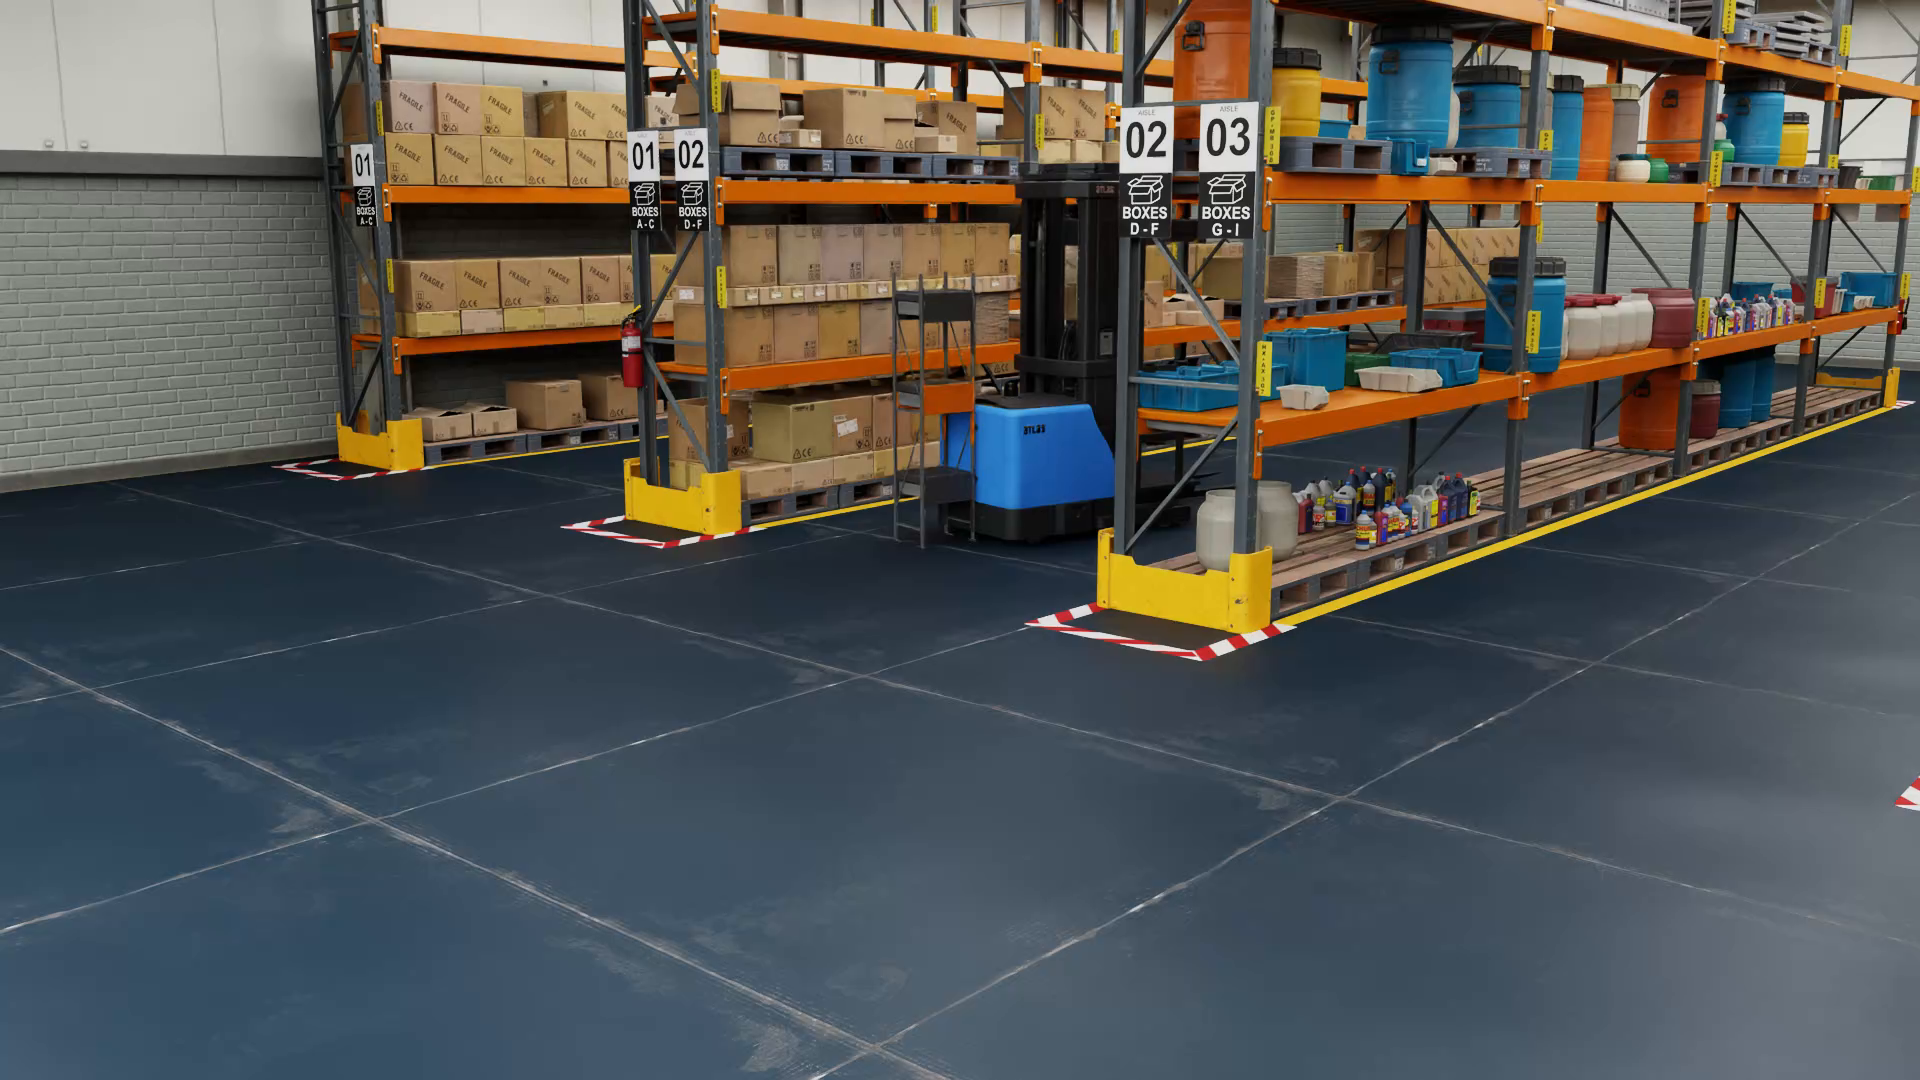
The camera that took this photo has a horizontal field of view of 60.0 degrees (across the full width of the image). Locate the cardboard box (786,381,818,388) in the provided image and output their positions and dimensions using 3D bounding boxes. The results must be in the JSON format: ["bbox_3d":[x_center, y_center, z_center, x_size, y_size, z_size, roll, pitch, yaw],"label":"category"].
[{"bbox_3d":[-2.238,-2.090,21.277,0.700,0.500,0.500,10,15,41],"label":"cardboard box"}]

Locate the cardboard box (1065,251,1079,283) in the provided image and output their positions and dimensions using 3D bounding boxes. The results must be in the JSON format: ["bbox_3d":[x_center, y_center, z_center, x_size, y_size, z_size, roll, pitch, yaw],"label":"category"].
[{"bbox_3d":[1.454,-4.042,24.726,0.500,0.500,0.500,10,15,41],"label":"cardboard box"}]

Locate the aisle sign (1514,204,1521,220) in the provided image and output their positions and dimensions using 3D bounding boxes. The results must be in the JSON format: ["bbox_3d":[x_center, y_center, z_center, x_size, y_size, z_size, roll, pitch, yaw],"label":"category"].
[{"bbox_3d":[8.538,-5.208,24.993,0.394,0.787,0.004,10,15,40],"label":"aisle sign"}]

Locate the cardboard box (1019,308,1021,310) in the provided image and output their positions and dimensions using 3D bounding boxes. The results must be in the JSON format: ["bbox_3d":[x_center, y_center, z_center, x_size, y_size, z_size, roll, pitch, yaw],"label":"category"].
[{"bbox_3d":[0.784,-2.285,17.336,0.396,0.266,0.258,9,15,39],"label":"cardboard box"}]

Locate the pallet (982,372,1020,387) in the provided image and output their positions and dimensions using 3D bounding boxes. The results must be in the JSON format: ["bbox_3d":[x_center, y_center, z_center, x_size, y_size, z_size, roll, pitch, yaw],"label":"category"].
[{"bbox_3d":[0.641,-2.344,24.406,1.003,0.211,1.213,10,15,40],"label":"pallet"}]

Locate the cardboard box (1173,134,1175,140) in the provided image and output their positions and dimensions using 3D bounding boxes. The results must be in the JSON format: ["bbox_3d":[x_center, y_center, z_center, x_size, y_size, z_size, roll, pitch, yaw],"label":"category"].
[{"bbox_3d":[3.237,-6.253,26.343,0.500,0.500,0.500,10,15,41],"label":"cardboard box"}]

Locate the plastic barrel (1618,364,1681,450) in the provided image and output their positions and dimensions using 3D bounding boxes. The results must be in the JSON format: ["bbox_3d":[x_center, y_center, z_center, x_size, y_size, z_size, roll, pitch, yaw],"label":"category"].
[{"bbox_3d":[7.010,-1.361,16.836,0.600,0.830,0.708,10,15,40],"label":"plastic barrel"}]

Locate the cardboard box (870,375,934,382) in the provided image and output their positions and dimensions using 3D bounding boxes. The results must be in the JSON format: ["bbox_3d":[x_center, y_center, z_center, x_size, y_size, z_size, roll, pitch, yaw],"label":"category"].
[{"bbox_3d":[-0.524,-1.321,16.198,0.500,0.500,0.500,10,15,40],"label":"cardboard box"}]

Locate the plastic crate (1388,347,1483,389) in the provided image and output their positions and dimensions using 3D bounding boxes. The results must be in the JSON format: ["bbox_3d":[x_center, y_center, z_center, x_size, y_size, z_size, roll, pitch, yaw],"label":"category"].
[{"bbox_3d":[3.533,-1.286,12.370,0.499,0.251,0.616,10,15,40],"label":"plastic crate"}]

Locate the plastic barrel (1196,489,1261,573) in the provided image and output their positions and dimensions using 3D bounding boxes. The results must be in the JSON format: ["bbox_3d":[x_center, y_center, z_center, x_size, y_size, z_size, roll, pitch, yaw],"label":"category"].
[{"bbox_3d":[1.796,-0.061,11.137,0.421,0.512,0.421,0,11,0],"label":"plastic barrel"}]

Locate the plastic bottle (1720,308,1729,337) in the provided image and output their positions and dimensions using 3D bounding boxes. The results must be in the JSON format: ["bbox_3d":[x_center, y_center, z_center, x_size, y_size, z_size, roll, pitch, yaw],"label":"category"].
[{"bbox_3d":[7.809,-2.226,16.994,0.061,0.283,0.133,10,15,40],"label":"plastic bottle"}]

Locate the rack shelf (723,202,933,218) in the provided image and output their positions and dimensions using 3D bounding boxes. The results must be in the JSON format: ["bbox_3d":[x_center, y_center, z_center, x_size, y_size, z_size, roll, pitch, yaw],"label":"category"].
[{"bbox_3d":[-2.062,-4.250,21.010,1.077,0.370,4.000,10,15,40],"label":"rack shelf"}]

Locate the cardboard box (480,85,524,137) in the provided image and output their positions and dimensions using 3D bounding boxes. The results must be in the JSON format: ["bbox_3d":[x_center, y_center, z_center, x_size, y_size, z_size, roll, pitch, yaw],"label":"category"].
[{"bbox_3d":[-4.887,-4.439,17.258,0.500,0.500,0.500,10,15,42],"label":"cardboard box"}]

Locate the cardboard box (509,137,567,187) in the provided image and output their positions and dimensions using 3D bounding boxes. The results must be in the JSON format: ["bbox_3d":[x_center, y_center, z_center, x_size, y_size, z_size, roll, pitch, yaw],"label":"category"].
[{"bbox_3d":[-4.555,-4.029,17.758,0.500,0.500,0.500,11,16,44],"label":"cardboard box"}]

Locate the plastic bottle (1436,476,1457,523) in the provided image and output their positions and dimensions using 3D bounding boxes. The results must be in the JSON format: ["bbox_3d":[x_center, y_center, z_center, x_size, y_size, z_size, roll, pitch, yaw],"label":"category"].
[{"bbox_3d":[3.724,-0.313,12.761,0.144,0.351,0.185,9,14,38],"label":"plastic bottle"}]

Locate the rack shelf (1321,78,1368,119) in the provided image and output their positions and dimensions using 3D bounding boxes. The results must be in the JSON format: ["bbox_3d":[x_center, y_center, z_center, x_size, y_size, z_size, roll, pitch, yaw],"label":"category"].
[{"bbox_3d":[4.302,-5.473,20.498,1.077,0.370,4.000,10,15,40],"label":"rack shelf"}]

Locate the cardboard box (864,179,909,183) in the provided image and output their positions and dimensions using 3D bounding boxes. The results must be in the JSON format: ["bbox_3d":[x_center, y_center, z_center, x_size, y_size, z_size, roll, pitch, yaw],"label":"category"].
[{"bbox_3d":[-1.014,-4.722,21.714,0.500,0.311,0.500,10,15,40],"label":"cardboard box"}]

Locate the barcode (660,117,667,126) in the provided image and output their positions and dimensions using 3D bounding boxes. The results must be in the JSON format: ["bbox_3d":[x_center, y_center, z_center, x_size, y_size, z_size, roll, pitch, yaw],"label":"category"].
[{"bbox_3d":[-2.462,-3.472,13.793,0.001,0.075,0.075,10,15,40],"label":"barcode"}]

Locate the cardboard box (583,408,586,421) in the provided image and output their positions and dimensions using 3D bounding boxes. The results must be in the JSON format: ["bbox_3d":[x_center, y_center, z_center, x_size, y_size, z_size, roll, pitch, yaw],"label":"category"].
[{"bbox_3d":[-4.453,-1.423,18.831,0.380,0.149,0.250,8,14,36],"label":"cardboard box"}]

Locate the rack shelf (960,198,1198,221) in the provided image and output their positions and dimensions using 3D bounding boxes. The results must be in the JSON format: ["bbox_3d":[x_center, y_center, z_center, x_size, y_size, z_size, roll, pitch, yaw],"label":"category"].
[{"bbox_3d":[1.662,-3.610,17.806,1.077,0.370,4.000,10,15,40],"label":"rack shelf"}]

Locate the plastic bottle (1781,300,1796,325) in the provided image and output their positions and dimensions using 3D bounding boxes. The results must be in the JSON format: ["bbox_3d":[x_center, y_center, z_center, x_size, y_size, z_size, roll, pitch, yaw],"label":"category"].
[{"bbox_3d":[9.323,-2.573,18.752,0.152,0.276,0.135,10,15,40],"label":"plastic bottle"}]

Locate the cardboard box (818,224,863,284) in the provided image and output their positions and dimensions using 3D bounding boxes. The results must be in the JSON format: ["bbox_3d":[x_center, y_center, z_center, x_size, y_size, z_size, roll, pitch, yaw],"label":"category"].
[{"bbox_3d":[-1.271,-2.522,14.610,0.700,0.500,0.500,10,15,41],"label":"cardboard box"}]

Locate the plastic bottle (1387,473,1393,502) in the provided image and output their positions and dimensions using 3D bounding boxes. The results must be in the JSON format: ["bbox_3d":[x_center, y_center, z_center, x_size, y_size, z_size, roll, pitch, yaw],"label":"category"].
[{"bbox_3d":[3.408,-0.385,13.294,0.061,0.283,0.133,10,15,40],"label":"plastic bottle"}]

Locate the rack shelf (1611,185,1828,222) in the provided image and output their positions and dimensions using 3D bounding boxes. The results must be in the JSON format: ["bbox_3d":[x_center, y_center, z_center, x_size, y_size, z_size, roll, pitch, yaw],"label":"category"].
[{"bbox_3d":[8.020,-3.558,17.543,1.077,0.370,4.000,10,15,40],"label":"rack shelf"}]

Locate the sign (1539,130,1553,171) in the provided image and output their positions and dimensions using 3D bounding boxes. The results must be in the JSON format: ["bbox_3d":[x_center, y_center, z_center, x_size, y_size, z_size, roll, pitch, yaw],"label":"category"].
[{"bbox_3d":[4.466,-2.959,12.688,0.100,0.325,0.005,10,15,40],"label":"sign"}]

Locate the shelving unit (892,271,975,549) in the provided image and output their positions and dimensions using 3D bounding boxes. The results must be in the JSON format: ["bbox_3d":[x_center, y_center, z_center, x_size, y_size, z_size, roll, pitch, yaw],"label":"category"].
[{"bbox_3d":[-0.202,-1.020,12.958,0.503,2.100,0.431,-8,14,-35],"label":"shelving unit"}]

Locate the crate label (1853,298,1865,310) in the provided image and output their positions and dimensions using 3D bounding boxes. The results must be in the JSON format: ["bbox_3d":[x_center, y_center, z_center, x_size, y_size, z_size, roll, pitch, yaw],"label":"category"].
[{"bbox_3d":[11.211,-2.994,21.063,0.396,0.136,0.243,10,15,40],"label":"crate label"}]

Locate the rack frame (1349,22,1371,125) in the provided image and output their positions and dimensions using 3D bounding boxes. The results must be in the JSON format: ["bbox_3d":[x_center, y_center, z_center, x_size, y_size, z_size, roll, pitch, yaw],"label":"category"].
[{"bbox_3d":[5.622,-6.317,21.861,1.000,3.000,0.127,10,15,40],"label":"rack frame"}]

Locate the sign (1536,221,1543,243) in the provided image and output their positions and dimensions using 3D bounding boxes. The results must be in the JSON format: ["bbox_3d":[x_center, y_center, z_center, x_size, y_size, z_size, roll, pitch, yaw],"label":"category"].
[{"bbox_3d":[8.666,-4.611,24.877,0.100,0.325,0.005,10,15,40],"label":"sign"}]

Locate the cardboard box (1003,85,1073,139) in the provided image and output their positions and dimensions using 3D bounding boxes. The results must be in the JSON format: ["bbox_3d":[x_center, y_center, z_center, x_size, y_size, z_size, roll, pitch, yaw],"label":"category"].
[{"bbox_3d":[0.778,-4.254,16.591,0.500,0.500,0.500,10,15,41],"label":"cardboard box"}]

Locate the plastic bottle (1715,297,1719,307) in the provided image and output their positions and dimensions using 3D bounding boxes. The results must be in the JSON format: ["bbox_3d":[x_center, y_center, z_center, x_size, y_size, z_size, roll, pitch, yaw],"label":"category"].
[{"bbox_3d":[8.690,-2.658,19.159,0.061,0.283,0.133,10,15,40],"label":"plastic bottle"}]

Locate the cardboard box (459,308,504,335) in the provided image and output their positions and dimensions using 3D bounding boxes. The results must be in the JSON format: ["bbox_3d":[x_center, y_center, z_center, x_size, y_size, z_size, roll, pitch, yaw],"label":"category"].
[{"bbox_3d":[-5.130,-2.294,17.372,0.500,0.250,0.500,9,15,39],"label":"cardboard box"}]

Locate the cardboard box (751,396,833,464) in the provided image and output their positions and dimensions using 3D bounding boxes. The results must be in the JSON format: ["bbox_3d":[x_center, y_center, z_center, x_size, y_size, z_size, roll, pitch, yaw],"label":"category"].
[{"bbox_3d":[-1.449,-0.958,14.385,0.500,0.500,0.500,10,15,40],"label":"cardboard box"}]

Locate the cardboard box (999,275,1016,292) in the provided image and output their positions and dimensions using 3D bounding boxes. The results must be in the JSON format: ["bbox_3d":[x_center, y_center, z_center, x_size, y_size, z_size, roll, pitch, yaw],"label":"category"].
[{"bbox_3d":[0.323,-2.497,16.144,0.380,0.149,0.250,10,15,40],"label":"cardboard box"}]

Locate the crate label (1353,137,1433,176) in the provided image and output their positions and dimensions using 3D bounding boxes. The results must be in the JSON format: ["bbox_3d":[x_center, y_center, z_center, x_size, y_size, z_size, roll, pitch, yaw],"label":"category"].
[{"bbox_3d":[2.903,-2.599,11.286,0.502,0.251,0.408,10,15,40],"label":"crate label"}]

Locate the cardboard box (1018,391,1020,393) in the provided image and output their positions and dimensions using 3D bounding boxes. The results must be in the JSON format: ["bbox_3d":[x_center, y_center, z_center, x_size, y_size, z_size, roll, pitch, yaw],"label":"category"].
[{"bbox_3d":[0.801,-1.359,16.872,0.500,0.311,0.500,10,15,41],"label":"cardboard box"}]

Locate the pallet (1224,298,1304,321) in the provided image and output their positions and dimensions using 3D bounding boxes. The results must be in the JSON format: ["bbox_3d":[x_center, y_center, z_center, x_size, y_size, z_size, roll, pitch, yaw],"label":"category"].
[{"bbox_3d":[3.376,-2.801,20.066,1.213,0.211,1.003,10,15,40],"label":"pallet"}]

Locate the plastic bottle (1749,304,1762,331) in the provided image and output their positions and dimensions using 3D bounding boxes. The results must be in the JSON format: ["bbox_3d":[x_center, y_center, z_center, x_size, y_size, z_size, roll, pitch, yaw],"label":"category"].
[{"bbox_3d":[8.507,-2.391,17.842,0.152,0.276,0.135,10,15,40],"label":"plastic bottle"}]

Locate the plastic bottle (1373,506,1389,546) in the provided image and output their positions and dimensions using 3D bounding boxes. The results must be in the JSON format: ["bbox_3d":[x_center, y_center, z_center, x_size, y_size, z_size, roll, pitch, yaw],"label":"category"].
[{"bbox_3d":[3.013,-0.109,11.912,0.061,0.283,0.133,10,15,41],"label":"plastic bottle"}]

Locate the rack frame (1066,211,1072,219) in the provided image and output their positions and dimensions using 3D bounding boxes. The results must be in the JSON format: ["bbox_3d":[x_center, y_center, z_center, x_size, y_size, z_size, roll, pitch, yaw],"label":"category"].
[{"bbox_3d":[1.899,-4.015,25.653,1.000,3.000,0.127,10,15,40],"label":"rack frame"}]

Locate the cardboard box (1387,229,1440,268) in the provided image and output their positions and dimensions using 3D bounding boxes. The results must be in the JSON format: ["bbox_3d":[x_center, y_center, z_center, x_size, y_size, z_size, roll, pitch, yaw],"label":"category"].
[{"bbox_3d":[6.145,-3.947,22.506,0.500,0.500,0.500,10,15,42],"label":"cardboard box"}]

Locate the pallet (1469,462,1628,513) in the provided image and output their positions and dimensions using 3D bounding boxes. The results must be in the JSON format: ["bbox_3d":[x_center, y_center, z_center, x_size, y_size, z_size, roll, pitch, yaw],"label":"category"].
[{"bbox_3d":[5.354,-0.490,15.126,1.003,0.211,1.213,10,15,40],"label":"pallet"}]

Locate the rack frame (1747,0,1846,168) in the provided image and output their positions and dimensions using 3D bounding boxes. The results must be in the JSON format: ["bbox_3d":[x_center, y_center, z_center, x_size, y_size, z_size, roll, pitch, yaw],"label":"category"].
[{"bbox_3d":[9.341,-5.676,18.652,1.000,3.000,0.127,10,15,40],"label":"rack frame"}]

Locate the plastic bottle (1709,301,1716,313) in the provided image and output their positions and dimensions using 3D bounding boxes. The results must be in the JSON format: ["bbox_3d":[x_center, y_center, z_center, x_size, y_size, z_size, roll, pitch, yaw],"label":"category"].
[{"bbox_3d":[8.252,-2.498,18.377,0.152,0.276,0.135,10,15,40],"label":"plastic bottle"}]

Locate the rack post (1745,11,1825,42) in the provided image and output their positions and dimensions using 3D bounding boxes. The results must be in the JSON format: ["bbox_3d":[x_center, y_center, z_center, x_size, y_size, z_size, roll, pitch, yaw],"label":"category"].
[{"bbox_3d":[8.761,-5.519,18.059,0.937,0.300,0.954,9,15,39],"label":"rack post"}]

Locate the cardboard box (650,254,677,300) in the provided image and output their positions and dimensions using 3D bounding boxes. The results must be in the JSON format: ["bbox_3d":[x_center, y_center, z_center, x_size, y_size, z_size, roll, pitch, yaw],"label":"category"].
[{"bbox_3d":[-3.462,-3.032,19.151,0.500,0.500,0.500,10,15,40],"label":"cardboard box"}]

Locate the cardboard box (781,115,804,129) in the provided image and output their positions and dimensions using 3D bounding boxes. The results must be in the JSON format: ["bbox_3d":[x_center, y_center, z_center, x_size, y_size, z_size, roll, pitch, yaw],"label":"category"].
[{"bbox_3d":[-1.370,-3.596,14.698,0.500,0.311,0.500,-10,15,-41],"label":"cardboard box"}]

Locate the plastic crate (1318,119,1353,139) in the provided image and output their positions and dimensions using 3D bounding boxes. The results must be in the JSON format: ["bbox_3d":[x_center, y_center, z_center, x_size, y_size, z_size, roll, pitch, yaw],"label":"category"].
[{"bbox_3d":[2.452,-2.751,11.708,0.392,0.384,0.575,10,15,40],"label":"plastic crate"}]

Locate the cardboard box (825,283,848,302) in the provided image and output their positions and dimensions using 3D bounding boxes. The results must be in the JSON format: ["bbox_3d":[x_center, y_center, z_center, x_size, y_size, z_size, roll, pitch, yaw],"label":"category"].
[{"bbox_3d":[-1.198,-2.158,14.447,0.380,0.149,0.250,9,14,38],"label":"cardboard box"}]

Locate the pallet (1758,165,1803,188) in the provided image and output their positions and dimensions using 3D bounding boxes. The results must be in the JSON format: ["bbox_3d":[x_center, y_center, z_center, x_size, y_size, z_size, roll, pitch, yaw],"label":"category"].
[{"bbox_3d":[8.150,-3.817,17.486,1.003,0.211,1.213,10,15,40],"label":"pallet"}]

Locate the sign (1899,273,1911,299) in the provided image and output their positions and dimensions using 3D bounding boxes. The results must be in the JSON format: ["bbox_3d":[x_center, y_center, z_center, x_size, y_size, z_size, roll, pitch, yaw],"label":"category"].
[{"bbox_3d":[12.405,-3.333,21.826,0.100,0.325,0.005,10,15,40],"label":"sign"}]

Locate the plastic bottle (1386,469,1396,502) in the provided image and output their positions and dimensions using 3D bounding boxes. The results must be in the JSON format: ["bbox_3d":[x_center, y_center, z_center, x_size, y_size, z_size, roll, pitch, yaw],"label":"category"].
[{"bbox_3d":[3.520,-0.444,13.620,0.097,0.271,0.097,0,11,0],"label":"plastic bottle"}]

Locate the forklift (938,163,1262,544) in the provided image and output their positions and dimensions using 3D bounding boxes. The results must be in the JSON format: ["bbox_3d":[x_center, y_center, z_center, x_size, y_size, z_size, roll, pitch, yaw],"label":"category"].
[{"bbox_3d":[1.308,-1.614,13.808,3.031,2.935,1.130,-8,14,-35],"label":"forklift"}]

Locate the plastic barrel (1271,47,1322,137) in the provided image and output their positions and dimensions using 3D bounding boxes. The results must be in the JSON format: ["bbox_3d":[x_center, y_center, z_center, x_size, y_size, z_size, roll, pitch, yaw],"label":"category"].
[{"bbox_3d":[2.076,-2.922,10.969,0.600,0.588,0.600,0,11,0],"label":"plastic barrel"}]

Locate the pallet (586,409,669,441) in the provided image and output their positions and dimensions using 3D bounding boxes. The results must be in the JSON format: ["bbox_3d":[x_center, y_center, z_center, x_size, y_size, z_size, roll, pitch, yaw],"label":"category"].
[{"bbox_3d":[-3.799,-1.367,19.515,1.003,0.211,1.213,10,15,40],"label":"pallet"}]

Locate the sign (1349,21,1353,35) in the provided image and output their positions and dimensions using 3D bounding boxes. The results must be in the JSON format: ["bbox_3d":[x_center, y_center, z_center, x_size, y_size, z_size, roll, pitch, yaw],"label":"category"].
[{"bbox_3d":[5.227,-6.886,22.127,0.100,0.325,0.005,10,15,40],"label":"sign"}]
